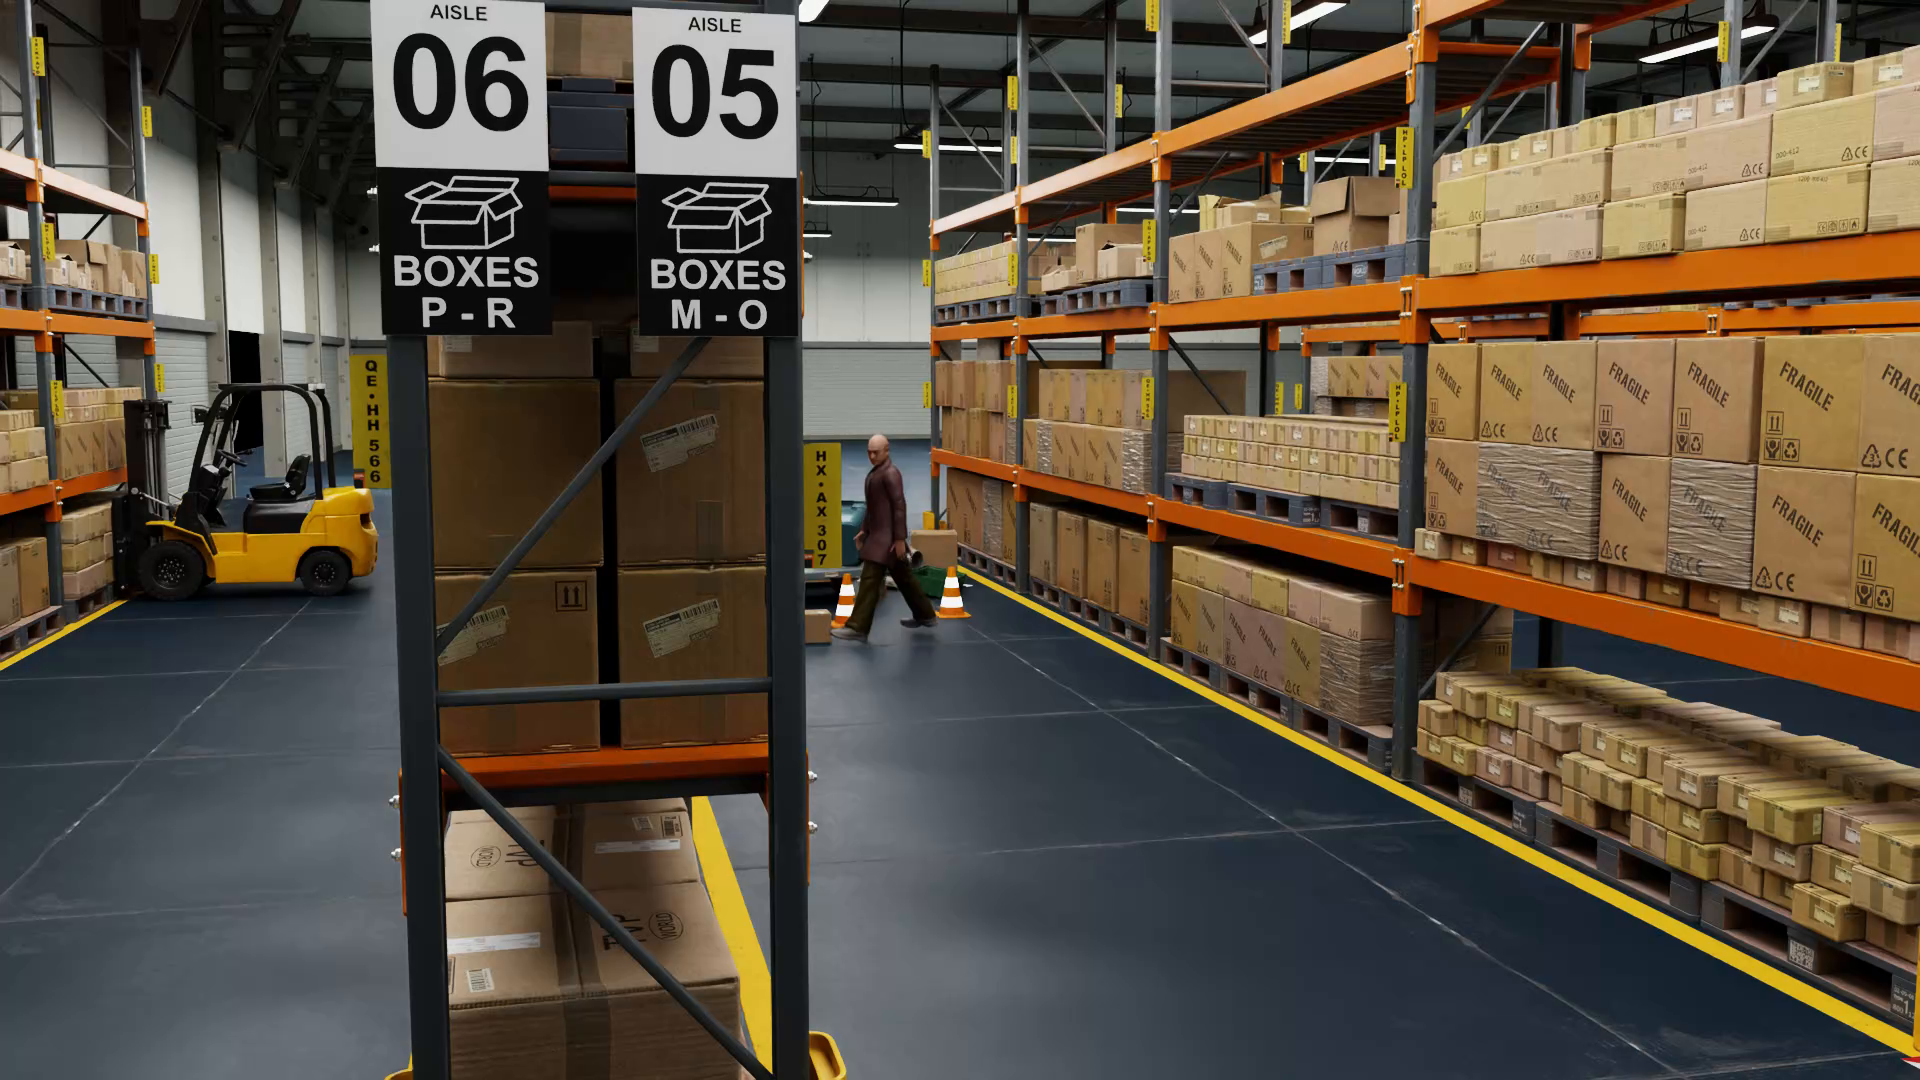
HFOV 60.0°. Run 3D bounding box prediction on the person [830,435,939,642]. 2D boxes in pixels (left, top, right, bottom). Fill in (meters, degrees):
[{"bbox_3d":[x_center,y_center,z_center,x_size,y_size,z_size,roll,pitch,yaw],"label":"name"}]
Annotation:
[{"bbox_3d":[-0.655,-0.032,14.229,0.993,1.745,0.702,-1,6,-10],"label":"person"}]
